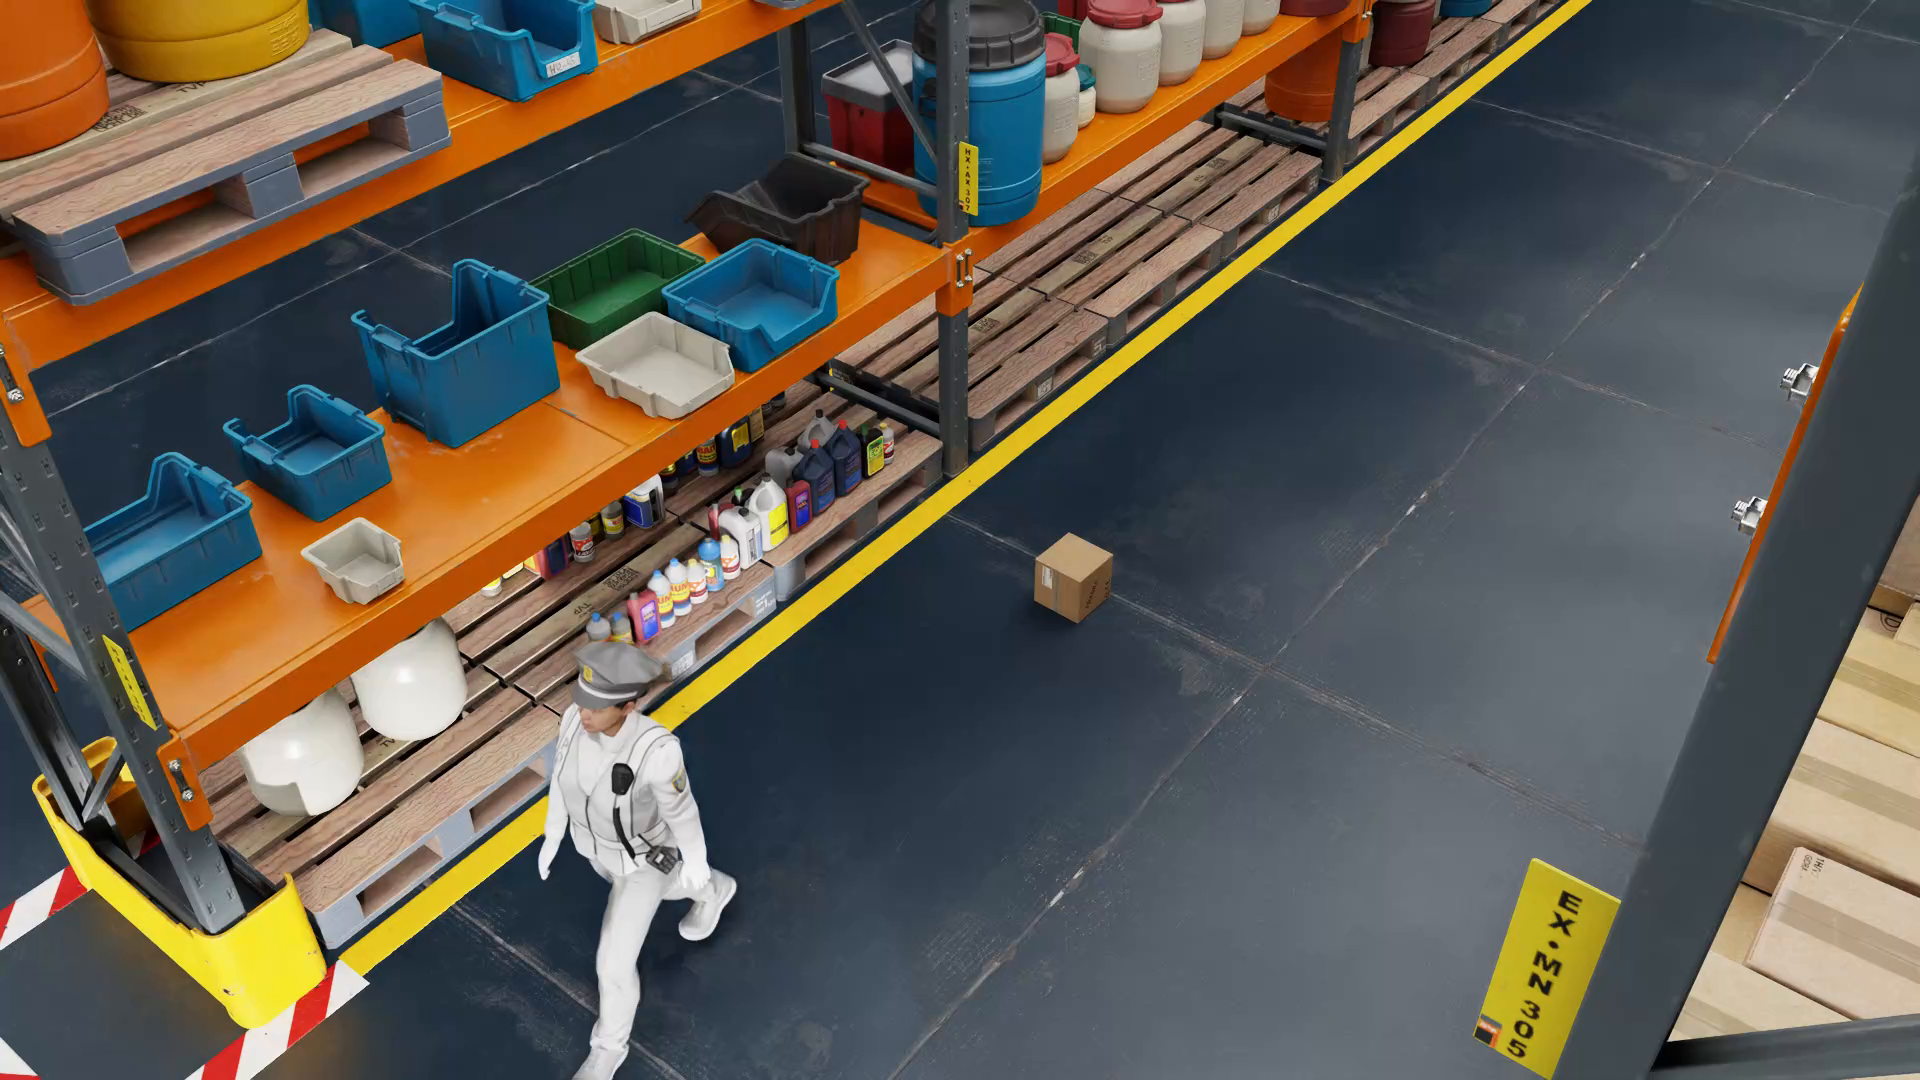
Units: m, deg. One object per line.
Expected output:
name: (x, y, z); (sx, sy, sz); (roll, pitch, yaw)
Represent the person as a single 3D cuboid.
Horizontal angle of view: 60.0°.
person: (-1.090, 0.974, 5.381); (0.505, 1.641, 0.972); (24, 45, 27)
